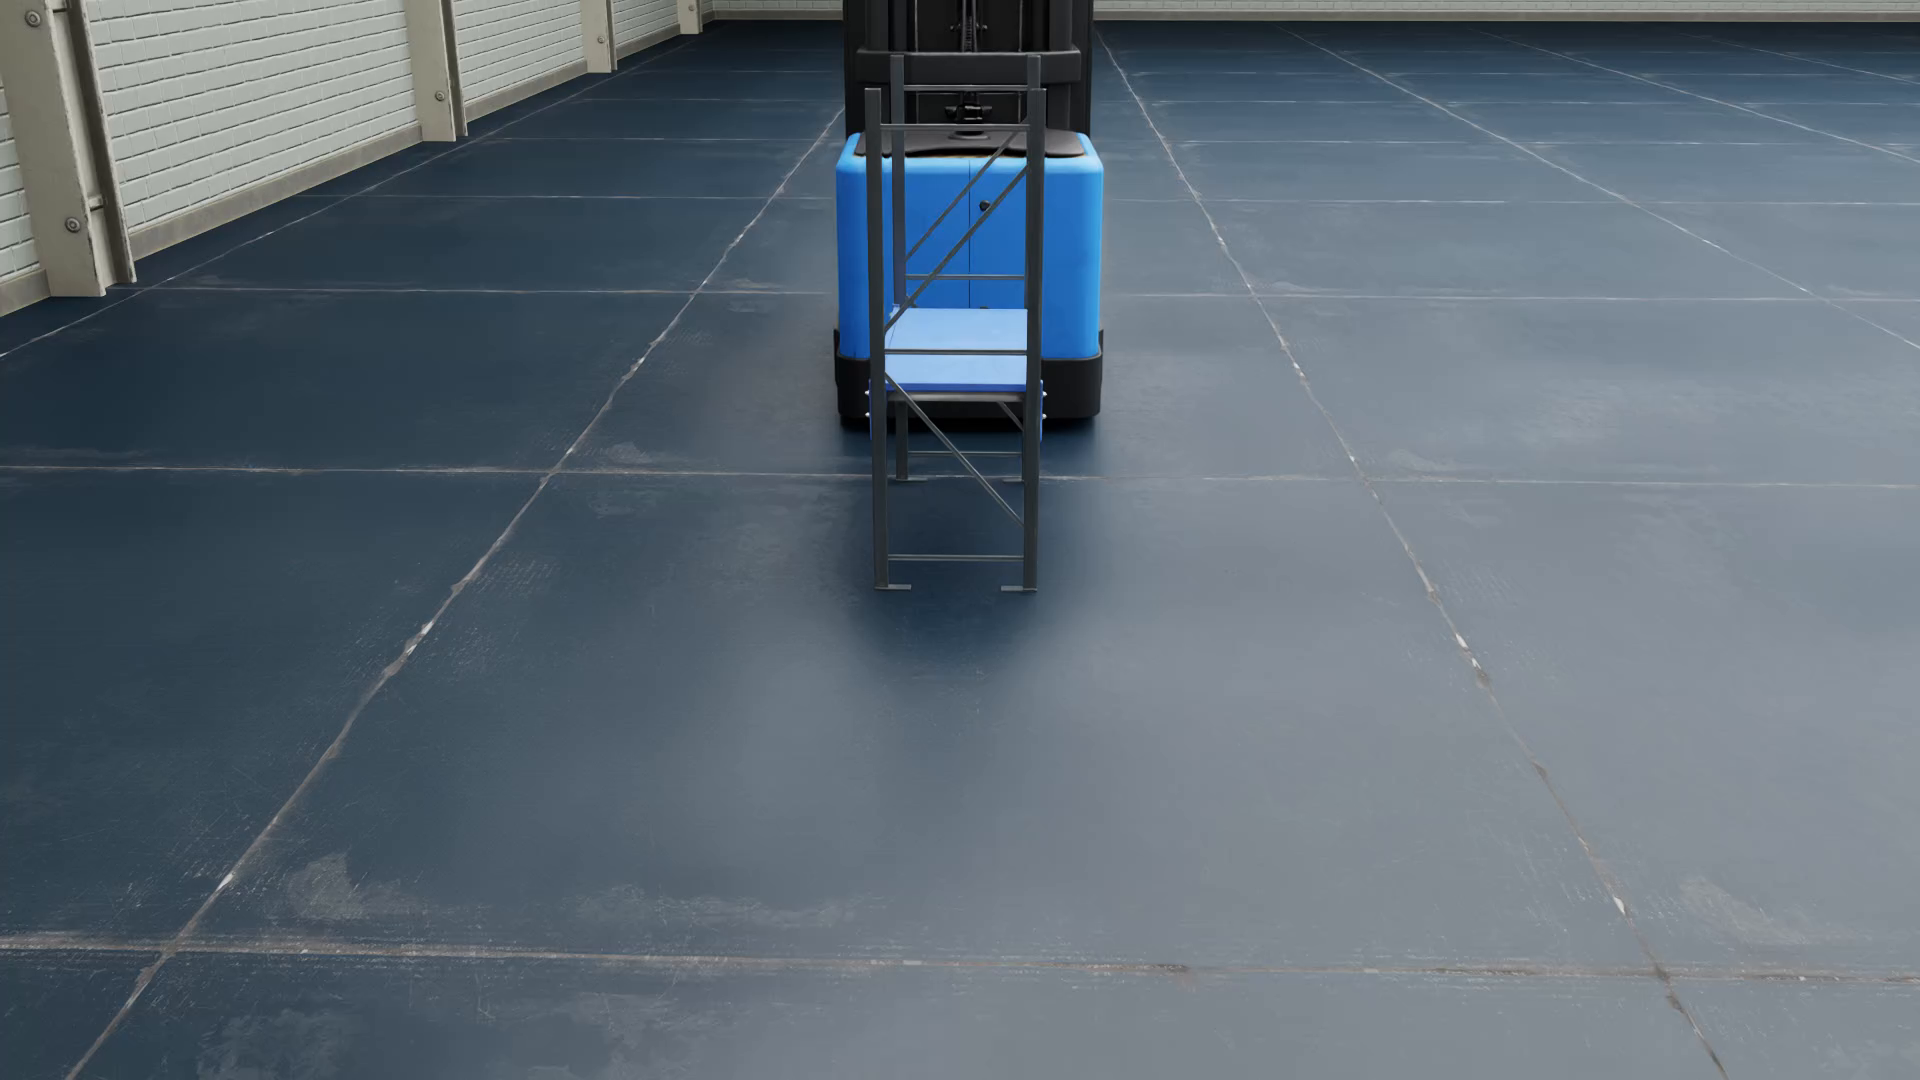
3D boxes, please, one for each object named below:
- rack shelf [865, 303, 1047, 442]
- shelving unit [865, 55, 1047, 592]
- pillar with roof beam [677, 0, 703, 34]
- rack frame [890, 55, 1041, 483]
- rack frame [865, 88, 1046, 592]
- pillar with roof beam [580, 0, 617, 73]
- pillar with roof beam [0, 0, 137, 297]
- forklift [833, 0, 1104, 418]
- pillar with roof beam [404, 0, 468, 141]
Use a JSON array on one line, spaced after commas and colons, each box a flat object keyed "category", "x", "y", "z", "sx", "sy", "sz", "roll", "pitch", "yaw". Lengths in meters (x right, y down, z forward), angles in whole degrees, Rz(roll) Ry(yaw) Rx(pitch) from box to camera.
[{"category": "rack shelf", "x": 0.003, "y": -0.562, "z": 5.402, "sx": 0.538, "sy": 0.185, "sz": 1.000, "roll": 1, "pitch": 21, "yaw": 2}, {"category": "shelving unit", "x": 0.003, "y": -0.730, "z": 5.337, "sx": 0.538, "sy": 1.500, "sz": 1.048, "roll": 1, "pitch": 21, "yaw": 2}, {"category": "pillar with roof beam", "x": 0.116, "y": -12.030, "z": 24.092, "sx": 9.100, "sy": 9.000, "sz": 0.400, "roll": 1, "pitch": 21, "yaw": 2}, {"category": "rack frame", "x": 0.018, "y": -0.914, "z": 5.811, "sx": 0.500, "sy": 1.500, "sz": 0.032, "roll": 1, "pitch": 21, "yaw": 2}, {"category": "rack frame", "x": -0.013, "y": -0.546, "z": 4.863, "sx": 0.500, "sy": 1.500, "sz": 0.032, "roll": 1, "pitch": 21, "yaw": 2}, {"category": "pillar with roof beam", "x": -0.067, "y": -9.860, "z": 18.501, "sx": 9.100, "sy": 9.000, "sz": 0.400, "roll": 1, "pitch": 21, "yaw": 2}, {"category": "pillar with roof beam", "x": -0.432, "y": -5.521, "z": 7.319, "sx": 9.100, "sy": 9.000, "sz": 0.400, "roll": 1, "pitch": 21, "yaw": 2}, {"category": "forklift", "x": 0.034, "y": -2.327, "z": 7.474, "sx": 1.130, "sy": 2.935, "sz": 3.031, "roll": 0, "pitch": 21, "yaw": 0}, {"category": "pillar with roof beam", "x": -0.249, "y": -7.691, "z": 12.910, "sx": 9.100, "sy": 9.000, "sz": 0.400, "roll": 1, "pitch": 21, "yaw": 2}]
